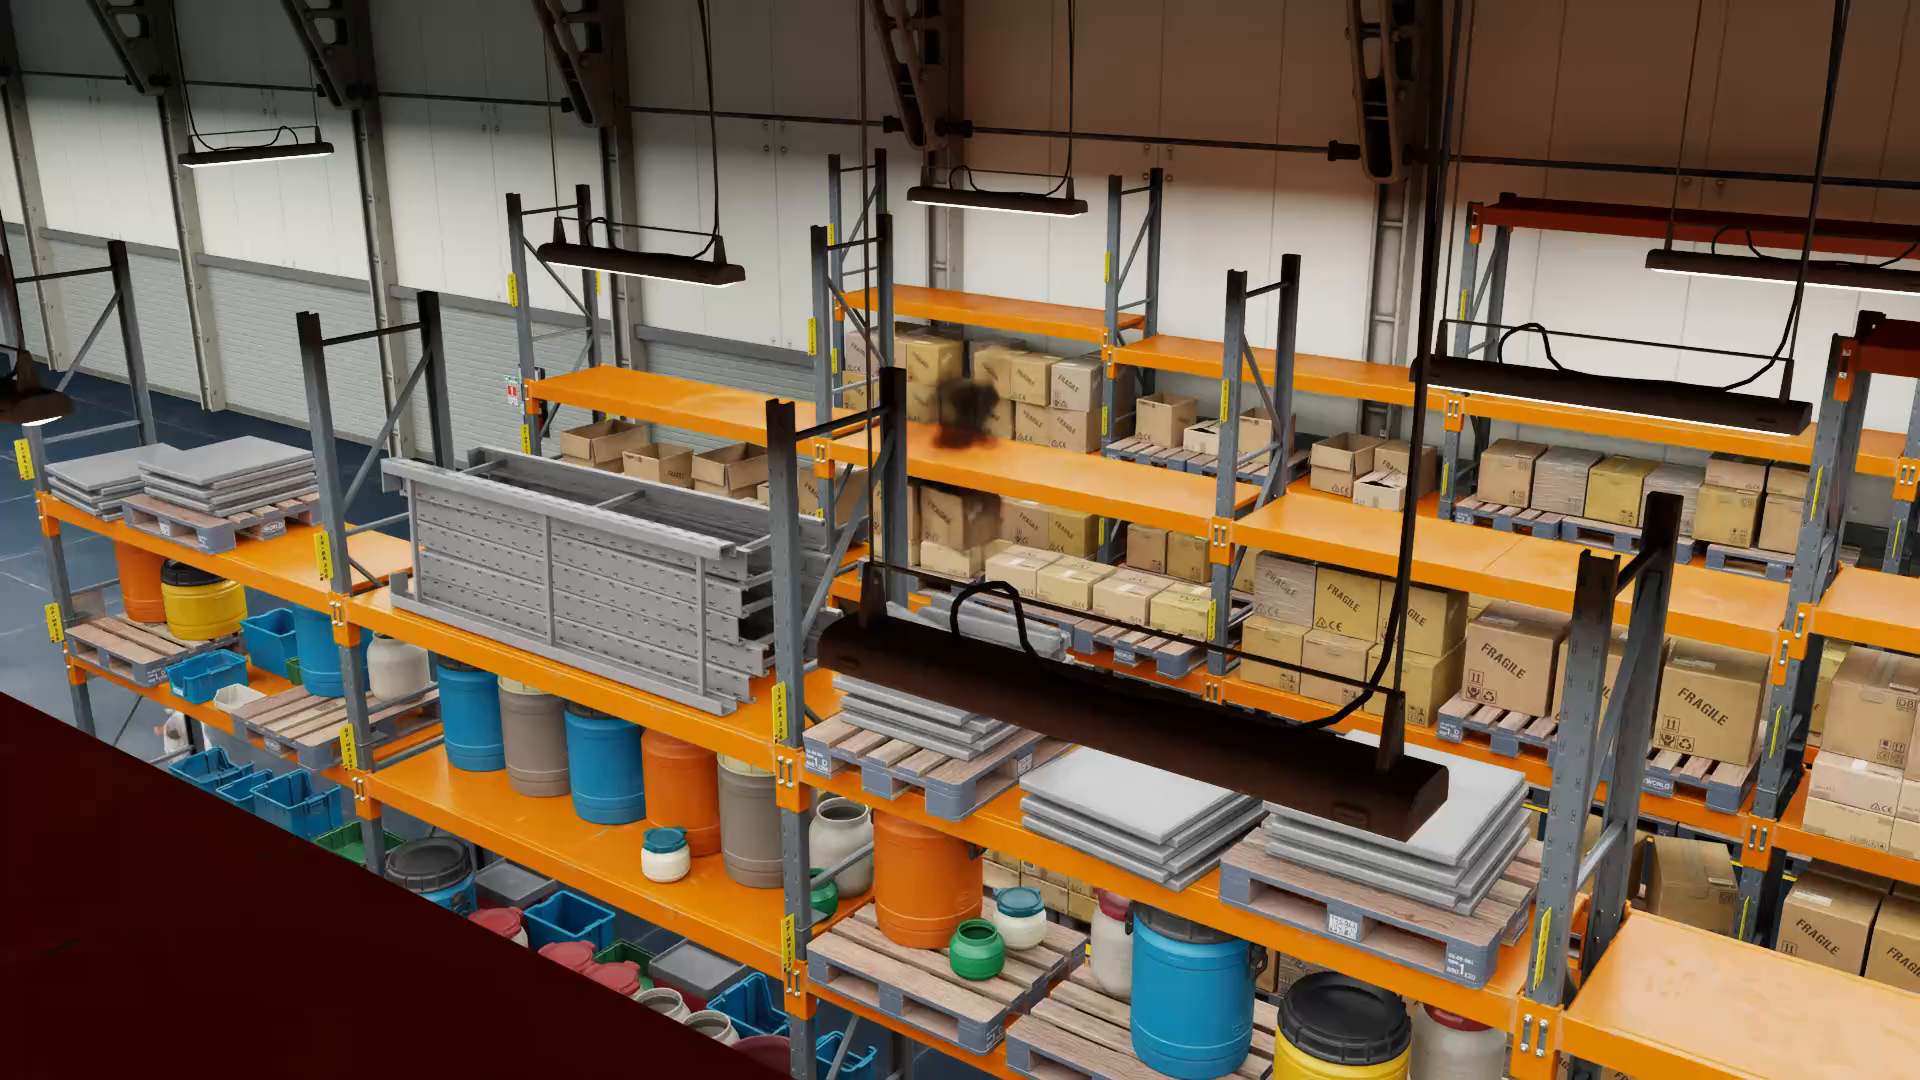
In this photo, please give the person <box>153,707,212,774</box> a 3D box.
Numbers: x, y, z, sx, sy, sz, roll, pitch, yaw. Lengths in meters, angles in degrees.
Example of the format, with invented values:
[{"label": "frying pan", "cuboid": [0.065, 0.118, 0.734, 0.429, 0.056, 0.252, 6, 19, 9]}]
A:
[{"label": "person", "cuboid": [-7.385, 2.134, 15.936, 0.680, 1.793, 0.653, 1, 19, 4]}]
